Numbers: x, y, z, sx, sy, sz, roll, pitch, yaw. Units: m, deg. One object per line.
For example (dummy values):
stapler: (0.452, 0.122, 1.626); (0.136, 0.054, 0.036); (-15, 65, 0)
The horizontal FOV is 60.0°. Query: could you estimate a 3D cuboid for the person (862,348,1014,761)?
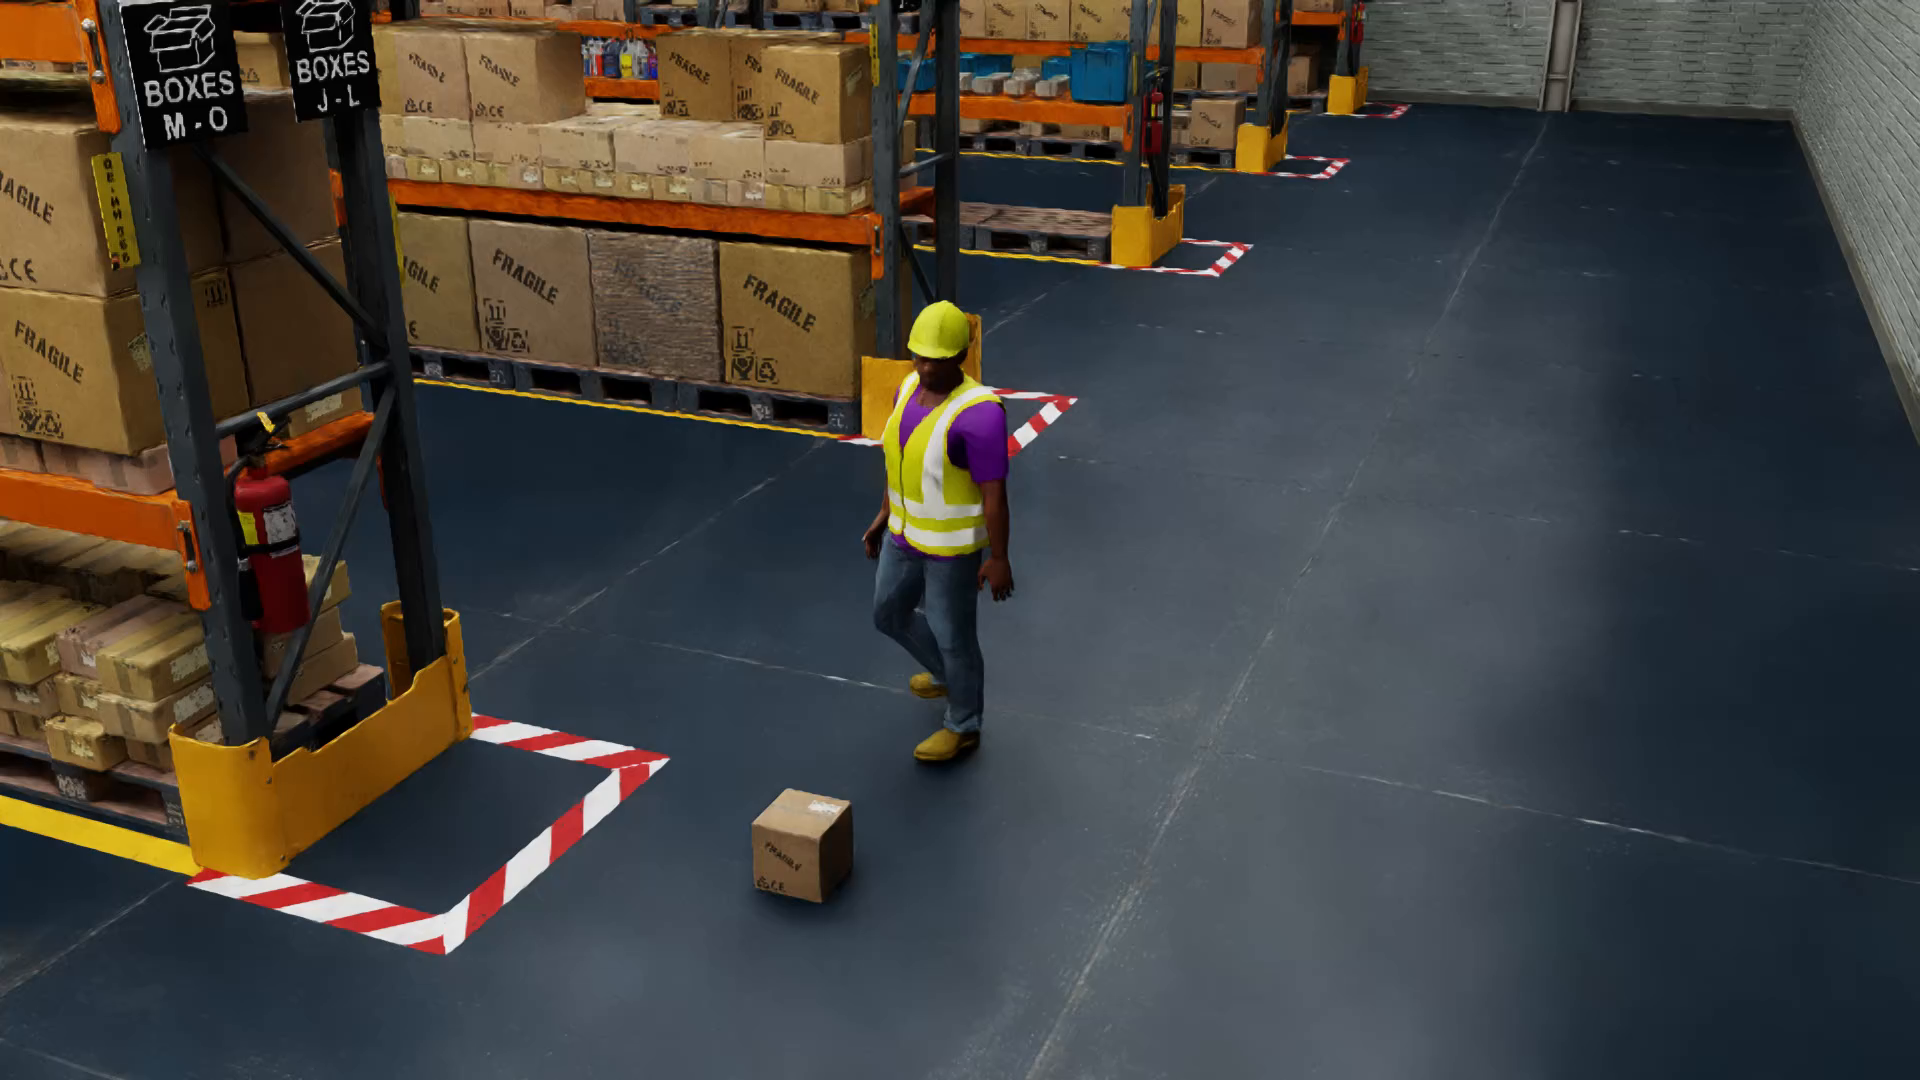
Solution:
person: (-0.063, -0.022, 6.115); (0.448, 1.723, 0.729); (-14, 26, -31)
